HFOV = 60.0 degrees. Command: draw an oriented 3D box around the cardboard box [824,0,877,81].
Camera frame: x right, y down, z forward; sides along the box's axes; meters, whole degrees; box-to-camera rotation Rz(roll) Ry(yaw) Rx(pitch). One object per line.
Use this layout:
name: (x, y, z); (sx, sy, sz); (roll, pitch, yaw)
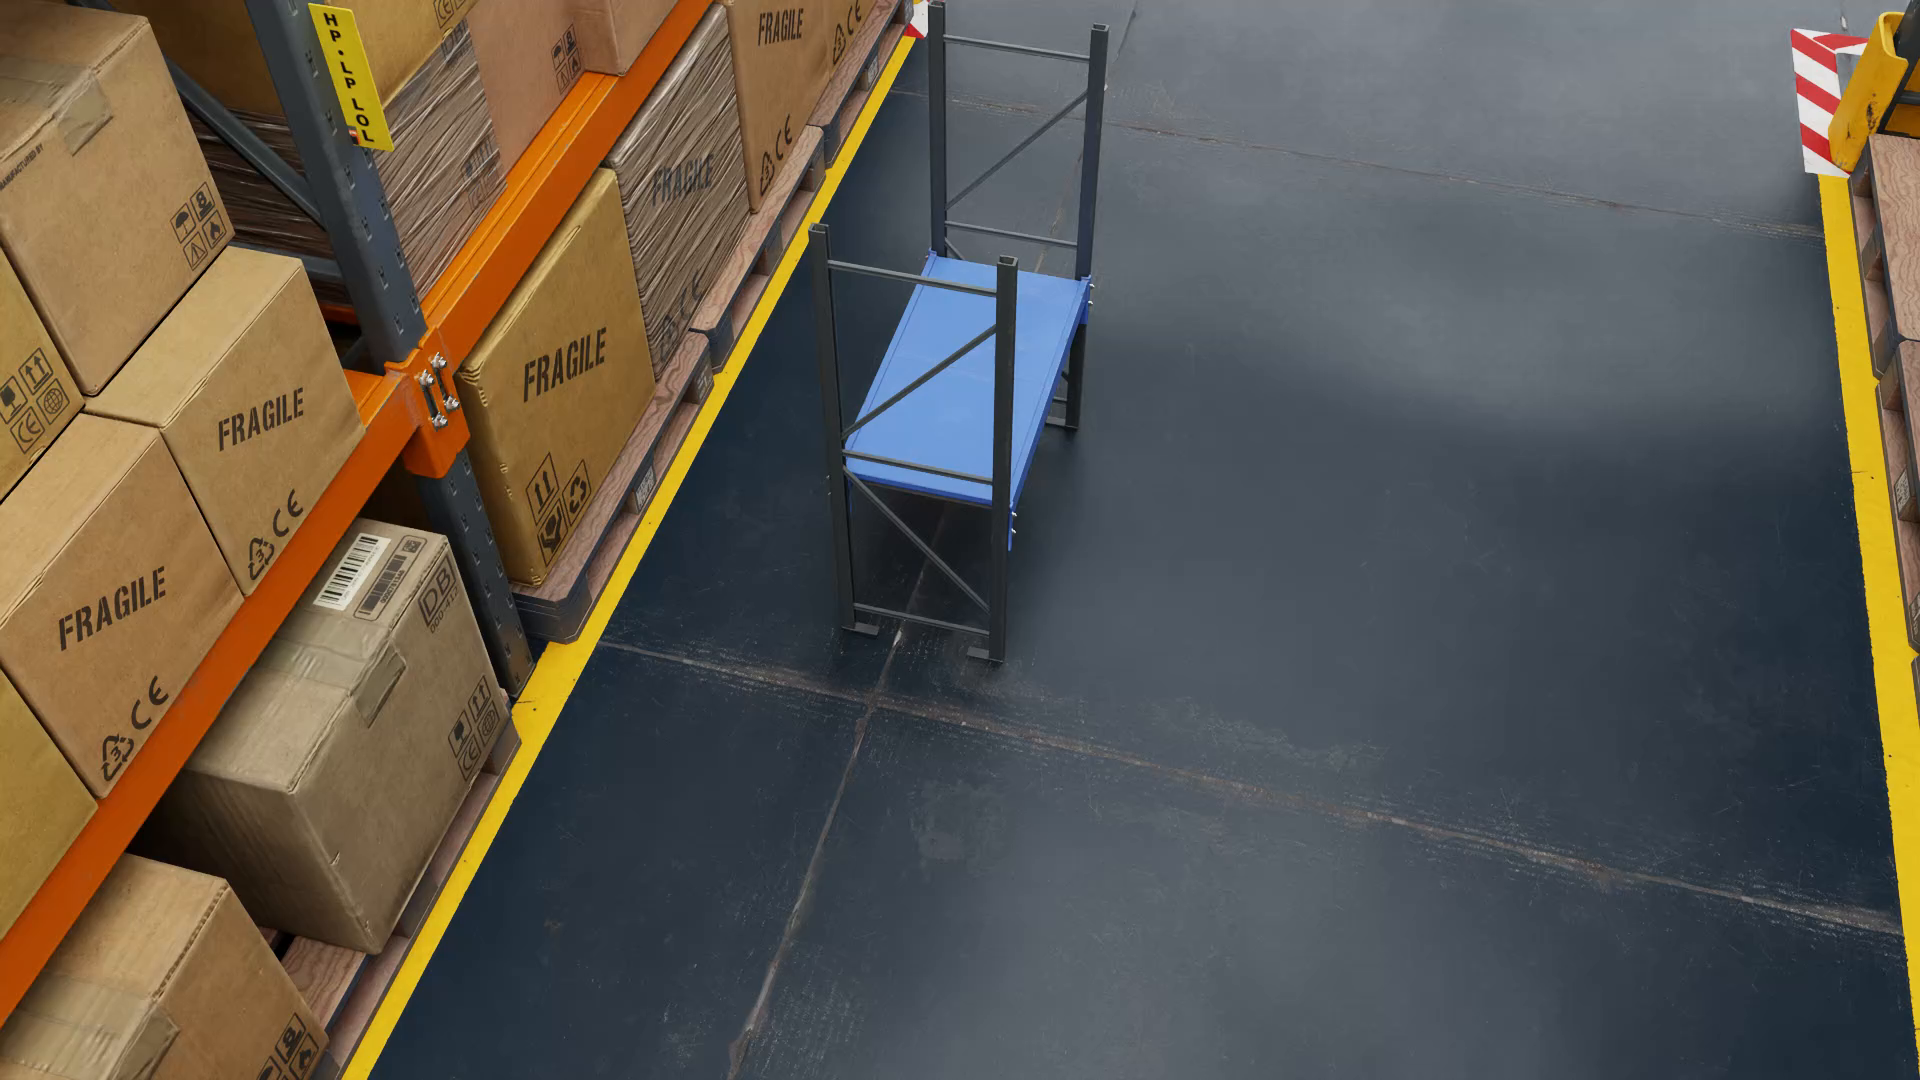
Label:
cardboard box: (-0.814, -2.496, 6.589); (0.875, 0.875, 0.875); (12, 50, 10)

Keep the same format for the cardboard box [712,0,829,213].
cardboard box: (-1.043, -1.859, 6.027); (0.875, 0.875, 0.875); (11, 49, 9)

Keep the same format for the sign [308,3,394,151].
sign: (-1.226, -0.927, 3.348); (0.100, 0.325, 0.005); (12, 50, 10)

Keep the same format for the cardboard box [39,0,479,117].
cardboard box: (-1.622, -1.337, 3.609); (0.875, 0.550, 0.550); (12, 50, 10)

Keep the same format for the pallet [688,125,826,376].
pallet: (-1.157, -1.167, 6.139); (1.003, 0.211, 1.213); (12, 50, 10)

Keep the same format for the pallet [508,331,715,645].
pallet: (-1.476, -0.282, 5.358); (1.003, 0.211, 1.213); (12, 50, 10)

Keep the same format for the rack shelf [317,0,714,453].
rack shelf: (-1.225, -1.879, 5.387); (1.077, 0.370, 4.000); (12, 50, 10)

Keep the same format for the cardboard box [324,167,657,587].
cardboard box: (-1.519, -0.547, 4.869); (0.875, 0.875, 0.875); (12, 50, 11)

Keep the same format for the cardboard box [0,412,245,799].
cardboard box: (-1.764, 0.093, 3.101); (0.500, 0.500, 0.500); (11, 50, 10)

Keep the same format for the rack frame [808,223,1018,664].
rack frame: (-0.111, -0.190, 4.418); (0.500, 1.500, 0.032); (12, 50, 10)

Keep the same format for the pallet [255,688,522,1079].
pallet: (-1.882, 0.826, 4.380); (1.003, 0.211, 1.213); (12, 50, 10)

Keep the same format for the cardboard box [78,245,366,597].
cardboard box: (-1.631, -0.273, 3.423); (0.500, 0.500, 0.500); (11, 50, 10)

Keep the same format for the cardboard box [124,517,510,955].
cardboard box: (-1.828, 0.402, 4.115); (1.050, 0.750, 0.750); (11, 50, 10)

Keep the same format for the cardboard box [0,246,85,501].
cardboard box: (-2.010, -0.301, 2.782); (0.700, 0.500, 0.500); (11, 49, 9)

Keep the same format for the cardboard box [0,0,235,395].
cardboard box: (-1.877, -0.674, 3.110); (0.700, 0.500, 0.500); (11, 49, 9)

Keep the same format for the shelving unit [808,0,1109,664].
shelving unit: (0.022, -0.558, 4.742); (0.538, 1.500, 1.048); (12, 50, 10)

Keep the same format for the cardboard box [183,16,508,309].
cardboard box: (-1.666, -0.989, 4.022); (0.875, 0.550, 0.550); (12, 50, 10)

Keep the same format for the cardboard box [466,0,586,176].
cardboard box: (-1.543, -1.391, 4.377); (0.875, 0.550, 0.550); (12, 50, 10)

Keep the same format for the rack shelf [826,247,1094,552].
rack shelf: (0.022, -0.439, 4.877); (0.538, 0.185, 1.000); (12, 50, 10)

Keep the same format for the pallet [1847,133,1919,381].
pallet: (3.792, -0.953, 5.950); (1.003, 0.211, 1.213); (12, 50, 10)

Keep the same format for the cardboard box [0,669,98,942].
cardboard box: (-1.897, 0.458, 2.778); (0.500, 0.500, 0.500); (12, 50, 10)

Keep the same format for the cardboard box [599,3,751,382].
cardboard box: (-1.285, -1.200, 5.445); (0.875, 0.875, 0.875); (12, 50, 10)

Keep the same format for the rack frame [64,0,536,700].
rack frame: (-1.752, -0.670, 3.841); (1.000, 3.000, 0.127); (12, 50, 10)

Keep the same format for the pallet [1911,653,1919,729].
pallet: (3.149, 0.812, 4.393); (1.003, 0.211, 1.213); (12, 50, 10)

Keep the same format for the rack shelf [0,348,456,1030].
rack shelf: (-2.278, 1.015, 2.834); (1.077, 0.370, 4.000); (12, 50, 10)

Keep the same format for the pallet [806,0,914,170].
pallet: (-0.834, -2.047, 6.916); (1.003, 0.211, 1.213); (12, 50, 10)

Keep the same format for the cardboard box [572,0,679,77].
cardboard box: (-1.288, -1.758, 4.701); (0.875, 0.550, 0.550); (12, 50, 10)

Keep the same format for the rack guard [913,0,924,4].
rack guard: (-0.693, -2.753, 7.347); (1.175, 0.500, 0.348); (12, 50, 10)

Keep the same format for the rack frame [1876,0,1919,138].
rack frame: (4.059, -2.511, 5.466); (1.000, 3.000, 0.127); (12, 50, 10)

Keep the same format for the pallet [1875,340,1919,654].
pallet: (3.468, -0.073, 5.174); (1.003, 0.211, 1.213); (12, 50, 10)

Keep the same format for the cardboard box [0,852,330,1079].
cardboard box: (-2.086, 1.099, 3.500); (1.050, 0.750, 0.750); (12, 50, 10)

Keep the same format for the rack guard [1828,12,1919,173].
rack guard: (4.039, -1.629, 6.354); (1.175, 0.500, 0.348); (12, 50, 10)

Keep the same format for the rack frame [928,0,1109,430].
rack frame: (0.156, -0.926, 5.067); (0.500, 1.500, 0.032); (12, 50, 10)
